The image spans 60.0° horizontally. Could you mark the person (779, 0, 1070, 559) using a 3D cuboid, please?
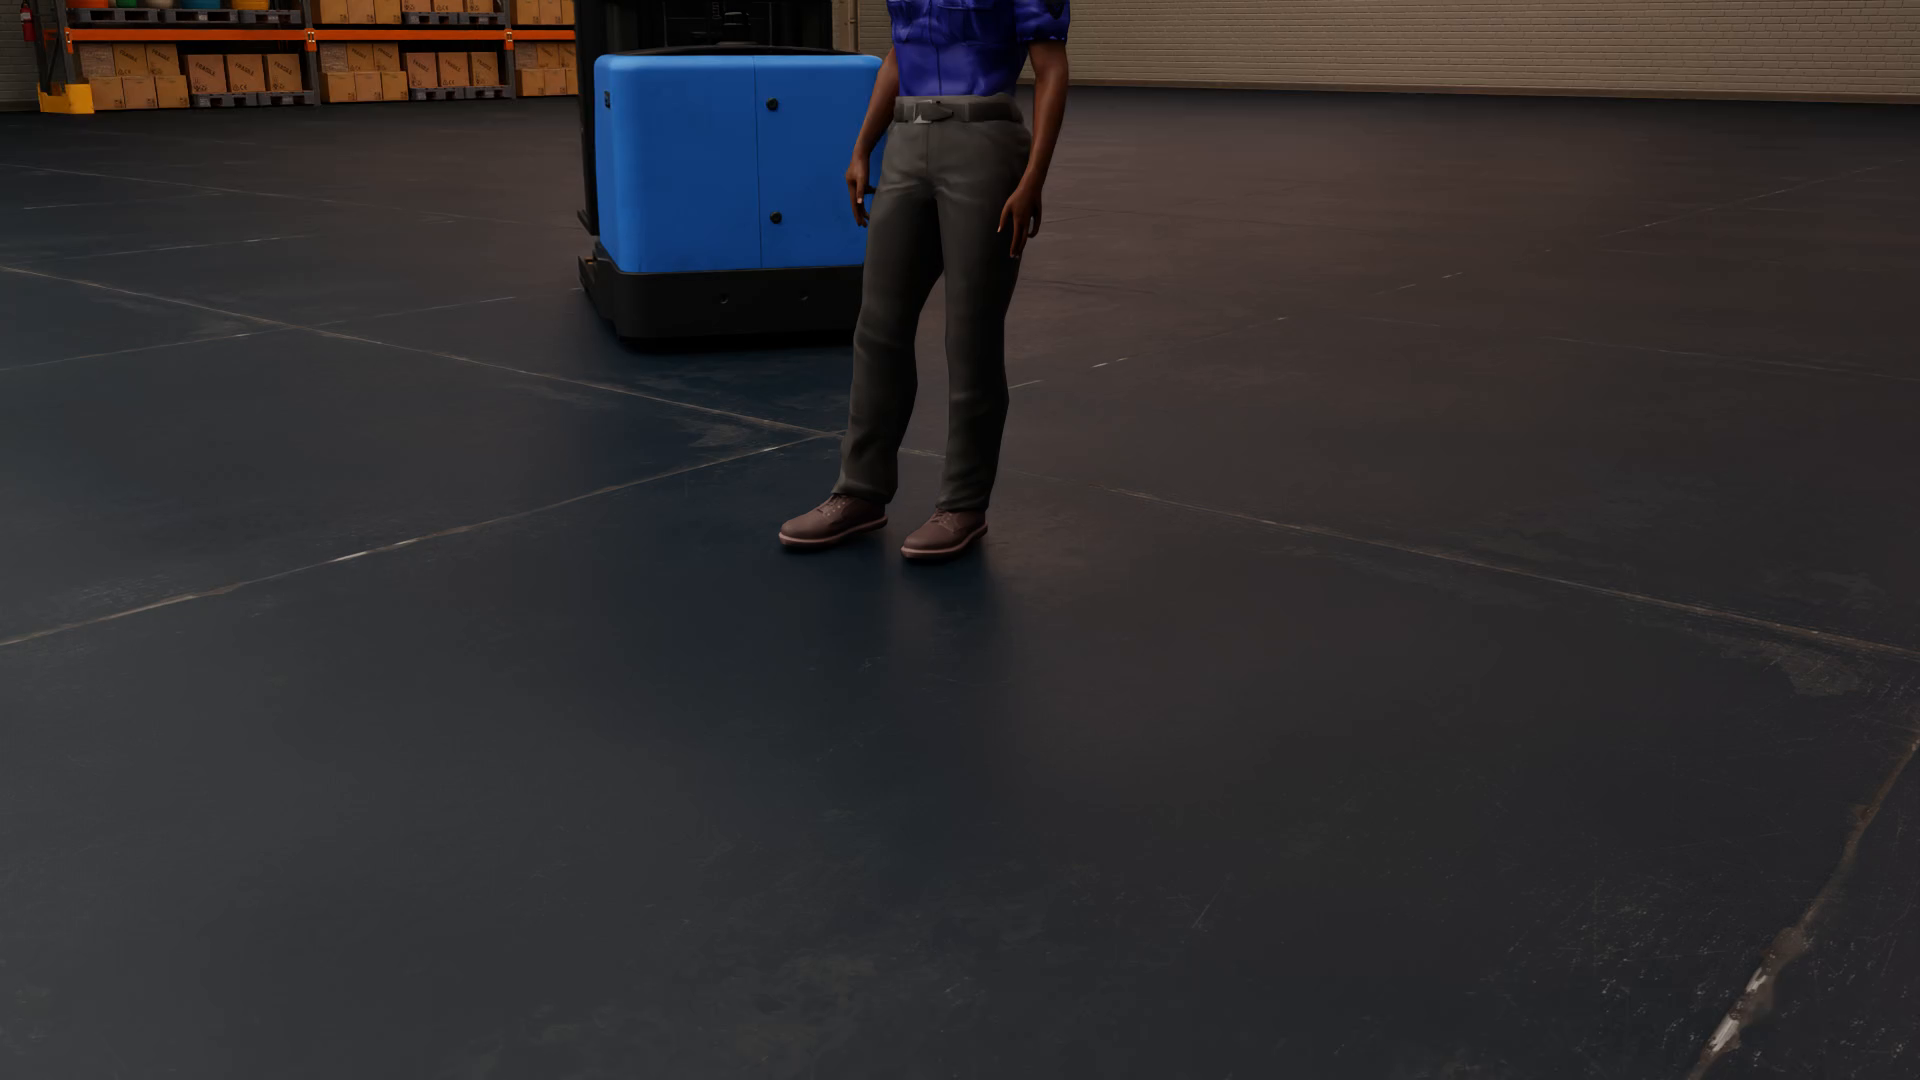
[{"bbox_3d":[-0.071,-0.782,3.646,0.570,1.656,0.503,13,21,37],"label":"person"}]

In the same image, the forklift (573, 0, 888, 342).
[{"bbox_3d":[-1.156,-2.535,7.246,1.130,2.935,3.031,-5,18,-15],"label":"forklift"}]
